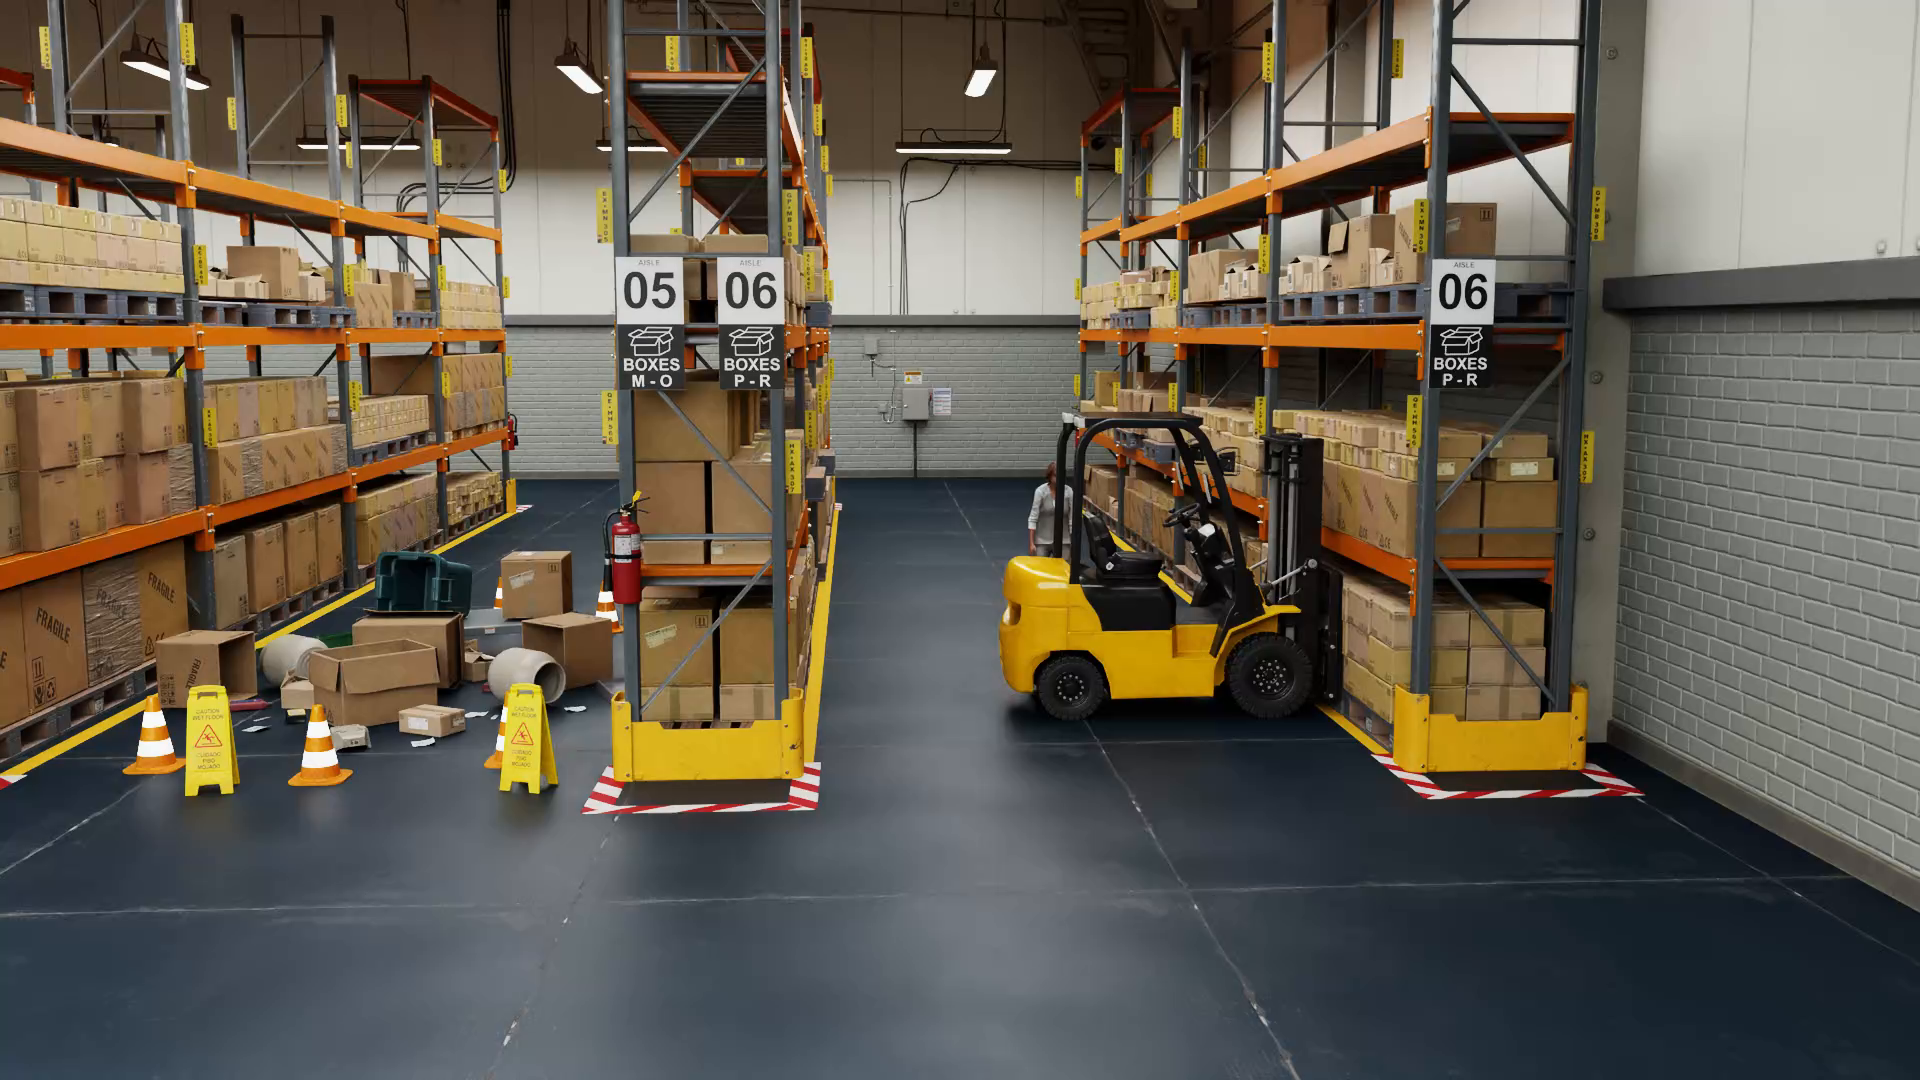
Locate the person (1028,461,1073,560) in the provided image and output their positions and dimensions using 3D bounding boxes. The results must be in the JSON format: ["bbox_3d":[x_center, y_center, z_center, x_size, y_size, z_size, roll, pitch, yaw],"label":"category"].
[{"bbox_3d":[0.849,0.062,15.307,0.483,1.592,0.347,-1,7,-7],"label":"person"}]
